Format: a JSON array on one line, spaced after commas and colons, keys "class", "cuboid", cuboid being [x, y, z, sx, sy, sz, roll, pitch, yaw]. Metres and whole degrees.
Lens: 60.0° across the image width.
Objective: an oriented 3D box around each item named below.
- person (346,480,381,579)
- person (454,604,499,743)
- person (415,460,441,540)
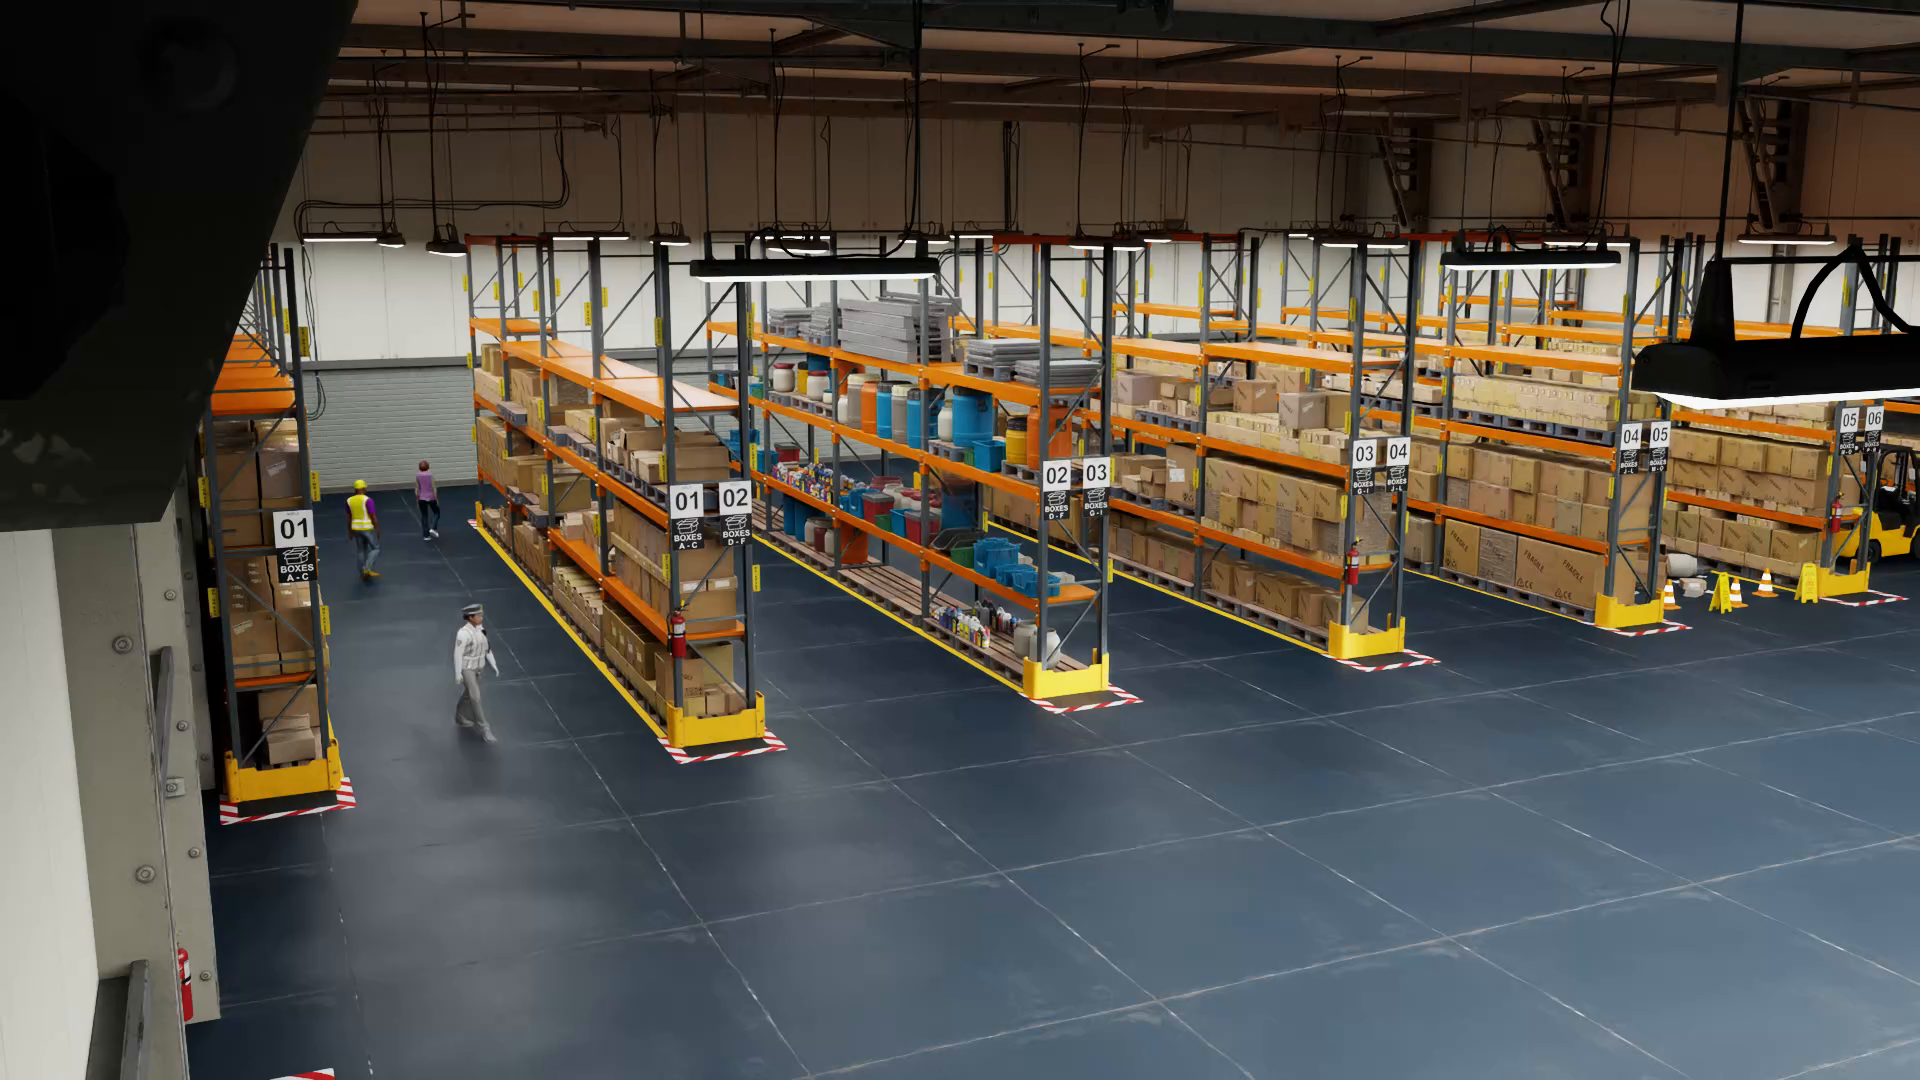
[{"class": "person", "cuboid": [-10.569, -0.175, 29.425, 0.607, 1.769, 0.497, 3, 11, 16]}, {"class": "person", "cuboid": [-6.007, 1.602, 20.555, 0.915, 1.666, 0.556, 7, 13, 32]}, {"class": "person", "cuboid": [-10.575, -0.783, 32.970, 0.448, 1.599, 0.439, 0, 11, 1]}]
